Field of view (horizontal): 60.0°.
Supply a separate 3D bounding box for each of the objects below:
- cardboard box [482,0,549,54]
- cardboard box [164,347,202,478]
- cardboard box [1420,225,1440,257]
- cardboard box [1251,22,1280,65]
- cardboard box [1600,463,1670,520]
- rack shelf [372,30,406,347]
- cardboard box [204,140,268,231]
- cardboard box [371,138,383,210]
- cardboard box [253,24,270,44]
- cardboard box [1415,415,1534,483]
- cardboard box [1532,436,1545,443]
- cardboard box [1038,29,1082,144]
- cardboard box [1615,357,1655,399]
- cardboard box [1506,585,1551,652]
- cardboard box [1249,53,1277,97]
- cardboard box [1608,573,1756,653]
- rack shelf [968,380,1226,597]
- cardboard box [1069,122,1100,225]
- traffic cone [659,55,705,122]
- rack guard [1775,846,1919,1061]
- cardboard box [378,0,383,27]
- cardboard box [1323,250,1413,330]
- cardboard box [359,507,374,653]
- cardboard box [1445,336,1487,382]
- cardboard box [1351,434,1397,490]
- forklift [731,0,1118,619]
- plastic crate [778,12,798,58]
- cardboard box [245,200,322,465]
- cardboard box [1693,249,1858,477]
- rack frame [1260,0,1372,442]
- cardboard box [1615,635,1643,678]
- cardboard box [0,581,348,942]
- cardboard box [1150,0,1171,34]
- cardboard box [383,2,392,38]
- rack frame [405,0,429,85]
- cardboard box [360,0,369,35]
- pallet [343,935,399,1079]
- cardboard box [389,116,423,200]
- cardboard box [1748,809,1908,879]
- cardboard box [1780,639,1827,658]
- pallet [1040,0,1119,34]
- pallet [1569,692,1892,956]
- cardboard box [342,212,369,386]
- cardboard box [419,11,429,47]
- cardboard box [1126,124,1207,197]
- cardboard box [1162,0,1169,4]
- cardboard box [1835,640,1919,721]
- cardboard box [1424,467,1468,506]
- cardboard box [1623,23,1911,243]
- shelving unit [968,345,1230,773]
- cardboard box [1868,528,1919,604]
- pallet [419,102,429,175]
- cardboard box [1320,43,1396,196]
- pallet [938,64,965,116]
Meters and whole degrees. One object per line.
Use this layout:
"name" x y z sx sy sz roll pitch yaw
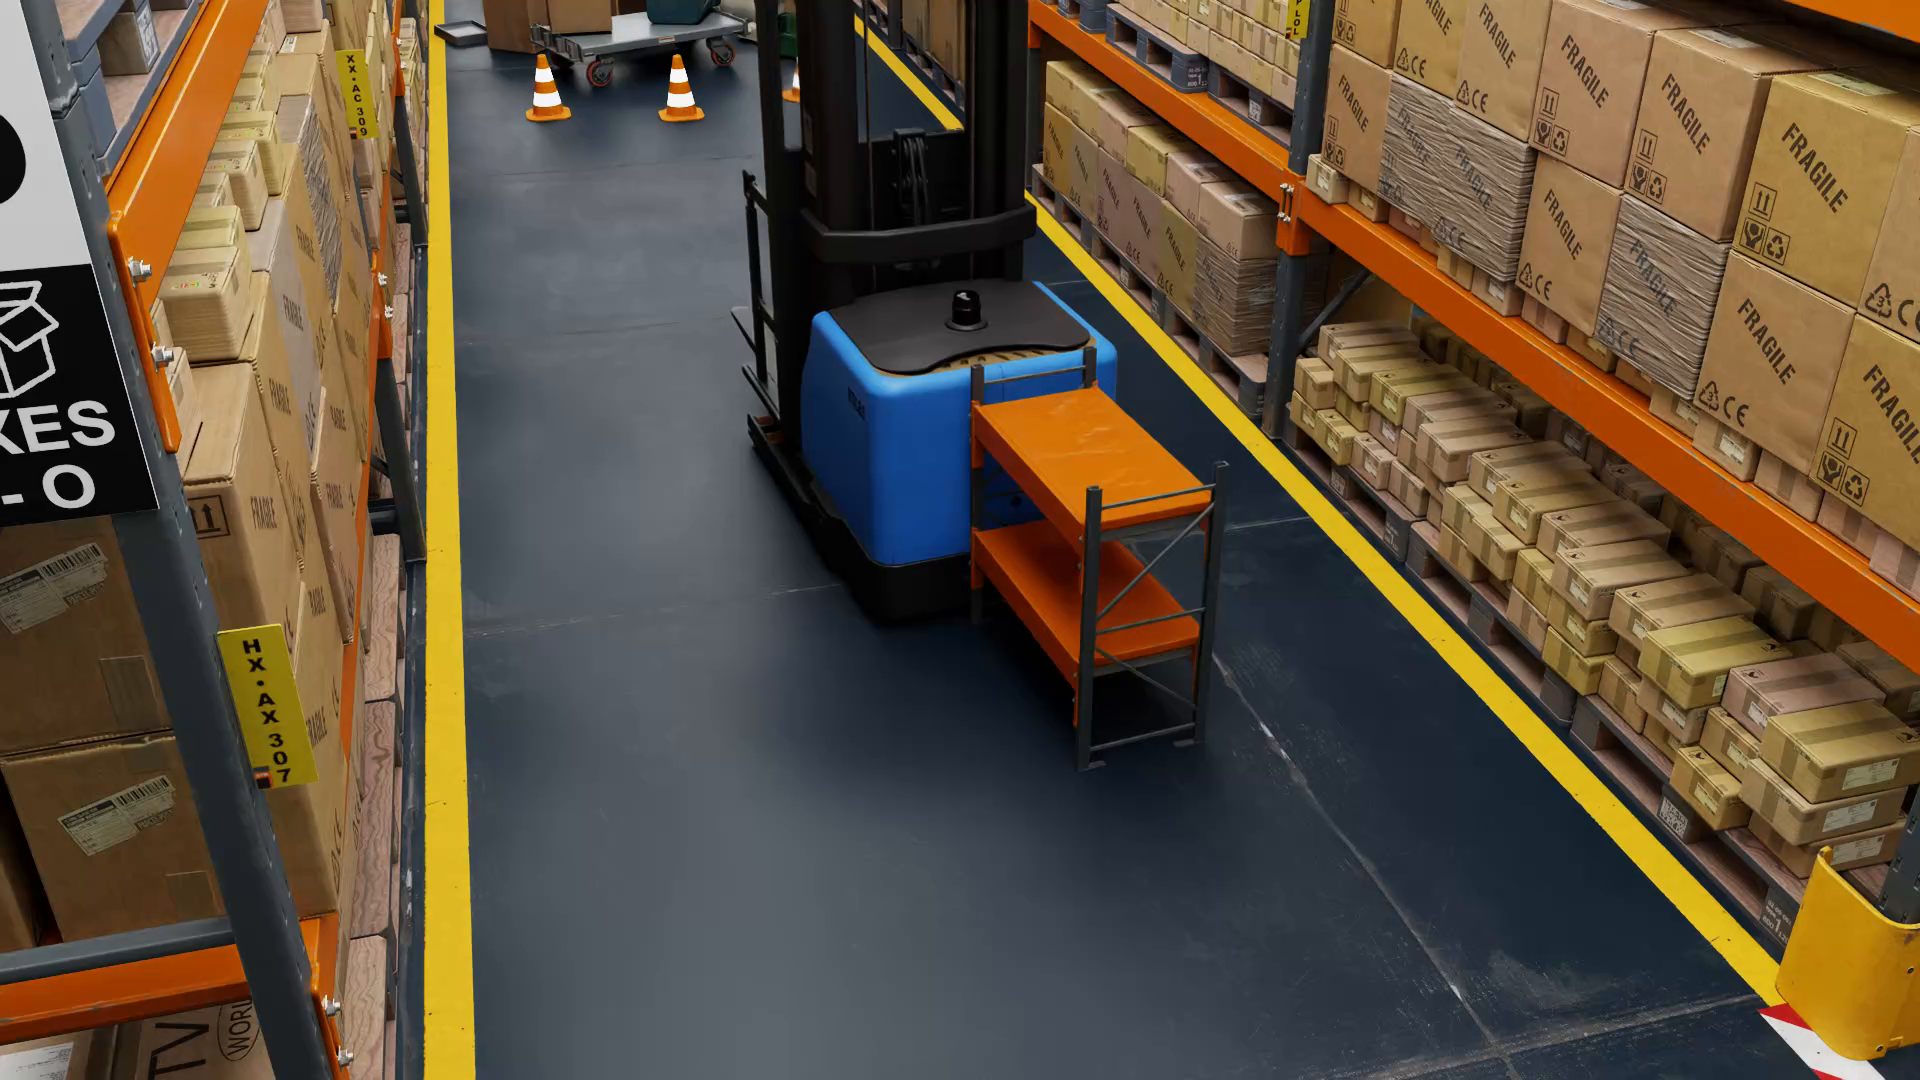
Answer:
"cardboard box" -3.865 -4.647 14.777 0.500 0.500 0.500 13 32 21
"cardboard box" -1.534 -0.199 2.854 0.380 0.149 0.250 -7 31 -12
"cardboard box" 2.065 -1.215 6.606 0.380 0.149 0.250 -9 31 -15
"cardboard box" 1.610 -2.368 7.881 0.380 0.149 0.250 -8 31 -13
"cardboard box" 2.700 -0.186 6.410 0.380 0.149 0.250 -8 31 -13
"rack shelf" -3.299 -1.820 8.119 1.077 0.370 4.000 -8 31 -13
"cardboard box" -1.864 -0.827 3.940 0.380 0.149 0.250 -8 31 -13
"cardboard box" -2.770 -1.598 7.167 0.500 0.250 0.500 -9 31 -14
"cardboard box" -2.273 -1.433 4.985 0.380 0.149 0.250 -8 31 -14
"cardboard box" 2.079 -0.371 6.729 0.380 0.149 0.250 -7 31 -12
"cardboard box" 2.598 -0.329 6.953 0.380 0.149 0.250 -7 31 -12
"cardboard box" 0.840 -3.319 11.816 1.050 0.750 0.750 -8 31 -14
"cardboard box" 2.423 -0.586 5.519 0.380 0.149 0.250 -9 31 -15
"cardboard box" 2.286 0.268 6.219 0.380 0.149 0.250 -7 31 -12
"cardboard box" 1.611 -2.237 7.951 0.380 0.149 0.250 -8 31 -13
"cardboard box" 2.444 0.261 5.637 0.380 0.149 0.250 -9 31 -15
"rack shelf" 0.459 -0.211 5.908 0.538 0.278 1.000 -11 32 -18
"cardboard box" 0.994 -2.287 10.282 0.500 0.500 0.500 -7 31 -13
"traffic cone" -2.172 -3.512 12.855 0.336 0.463 0.334 -8 31 -13
"rack guard" 3.019 1.104 4.843 1.175 0.500 0.348 -8 31 -13
"cardboard box" -3.317 -2.802 8.747 0.500 0.250 0.500 -9 31 -15
"cardboard box" 2.037 -1.365 8.690 0.500 0.500 0.500 -7 31 -11
"cardboard box" -2.705 0.079 6.258 0.875 0.438 0.875 -8 31 -14
"cardboard box" 2.429 -0.823 7.510 0.380 0.149 0.250 -7 31 -13
"cardboard box" 1.951 -0.360 7.305 0.380 0.149 0.250 -8 31 -14
"forklift" -0.375 -1.681 7.229 1.130 2.935 3.031 -11 32 -18
"plastic crate" -1.456 -4.454 14.701 0.450 0.188 0.662 16 32 7
"cardboard box" -1.848 -0.476 3.980 0.500 0.500 0.500 -8 31 -14
"cardboard box" 2.540 -0.545 4.801 0.500 0.500 0.500 -8 31 -14
"rack frame" 1.977 -1.873 7.491 1.000 3.000 0.127 -8 31 -13
"cardboard box" 2.512 0.371 5.744 0.380 0.149 0.250 -8 31 -14
"cardboard box" -1.558 0.453 3.373 0.500 0.500 0.500 -8 31 -14
"cardboard box" 1.261 -2.869 9.044 0.380 0.149 0.250 -9 31 -15
"cardboard box" -3.446 -2.823 9.283 0.500 0.250 0.500 -9 31 -15
"rack frame" -4.892 -5.030 12.945 1.000 3.000 0.127 -8 31 -13
"cardboard box" -3.044 -2.626 7.695 0.500 0.500 0.500 -8 31 -14
"pallet" -1.995 1.597 4.280 1.003 0.211 1.213 -8 31 -13
"cardboard box" -3.971 -2.416 10.634 0.950 0.372 0.625 -10 32 -17
"cardboard box" 2.698 0.885 5.154 0.380 0.149 0.250 -7 31 -12
"cardboard box" 2.979 0.449 5.609 0.380 0.149 0.250 -7 31 -13
"pallet" 1.207 -3.392 10.307 1.213 0.211 1.003 -8 31 -13
"pallet" 2.837 0.832 5.601 1.003 0.211 1.213 -8 31 -13
"cardboard box" -2.257 -0.771 5.488 0.500 0.500 0.500 -9 31 -14
"cardboard box" -4.788 -4.342 14.083 0.500 0.250 0.500 -9 31 -16
"cardboard box" 1.258 -2.127 9.257 0.500 0.250 0.500 -9 31 -15
"cardboard box" 1.269 -2.995 8.964 0.380 0.149 0.250 -7 31 -11
"cardboard box" 3.038 0.438 5.331 0.380 0.149 0.250 -7 31 -12
"cardboard box" 2.137 -0.242 6.803 0.380 0.149 0.250 -6 31 -11
"cardboard box" 2.396 -1.228 4.983 0.500 0.500 0.500 -6 31 -11
"shelving unit" 0.459 0.042 6.054 0.538 1.125 1.048 -11 32 -18
"cardboard box" 2.680 0.048 4.423 0.380 0.149 0.250 -8 31 -13
"pallet" -4.357 -2.857 11.975 1.003 0.211 1.213 -8 31 -13
"cardboard box" 1.866 -1.772 6.920 0.500 0.500 0.500 -8 31 -14
"pallet" 0.459 -3.577 13.219 1.003 0.211 1.213 -8 31 -13
